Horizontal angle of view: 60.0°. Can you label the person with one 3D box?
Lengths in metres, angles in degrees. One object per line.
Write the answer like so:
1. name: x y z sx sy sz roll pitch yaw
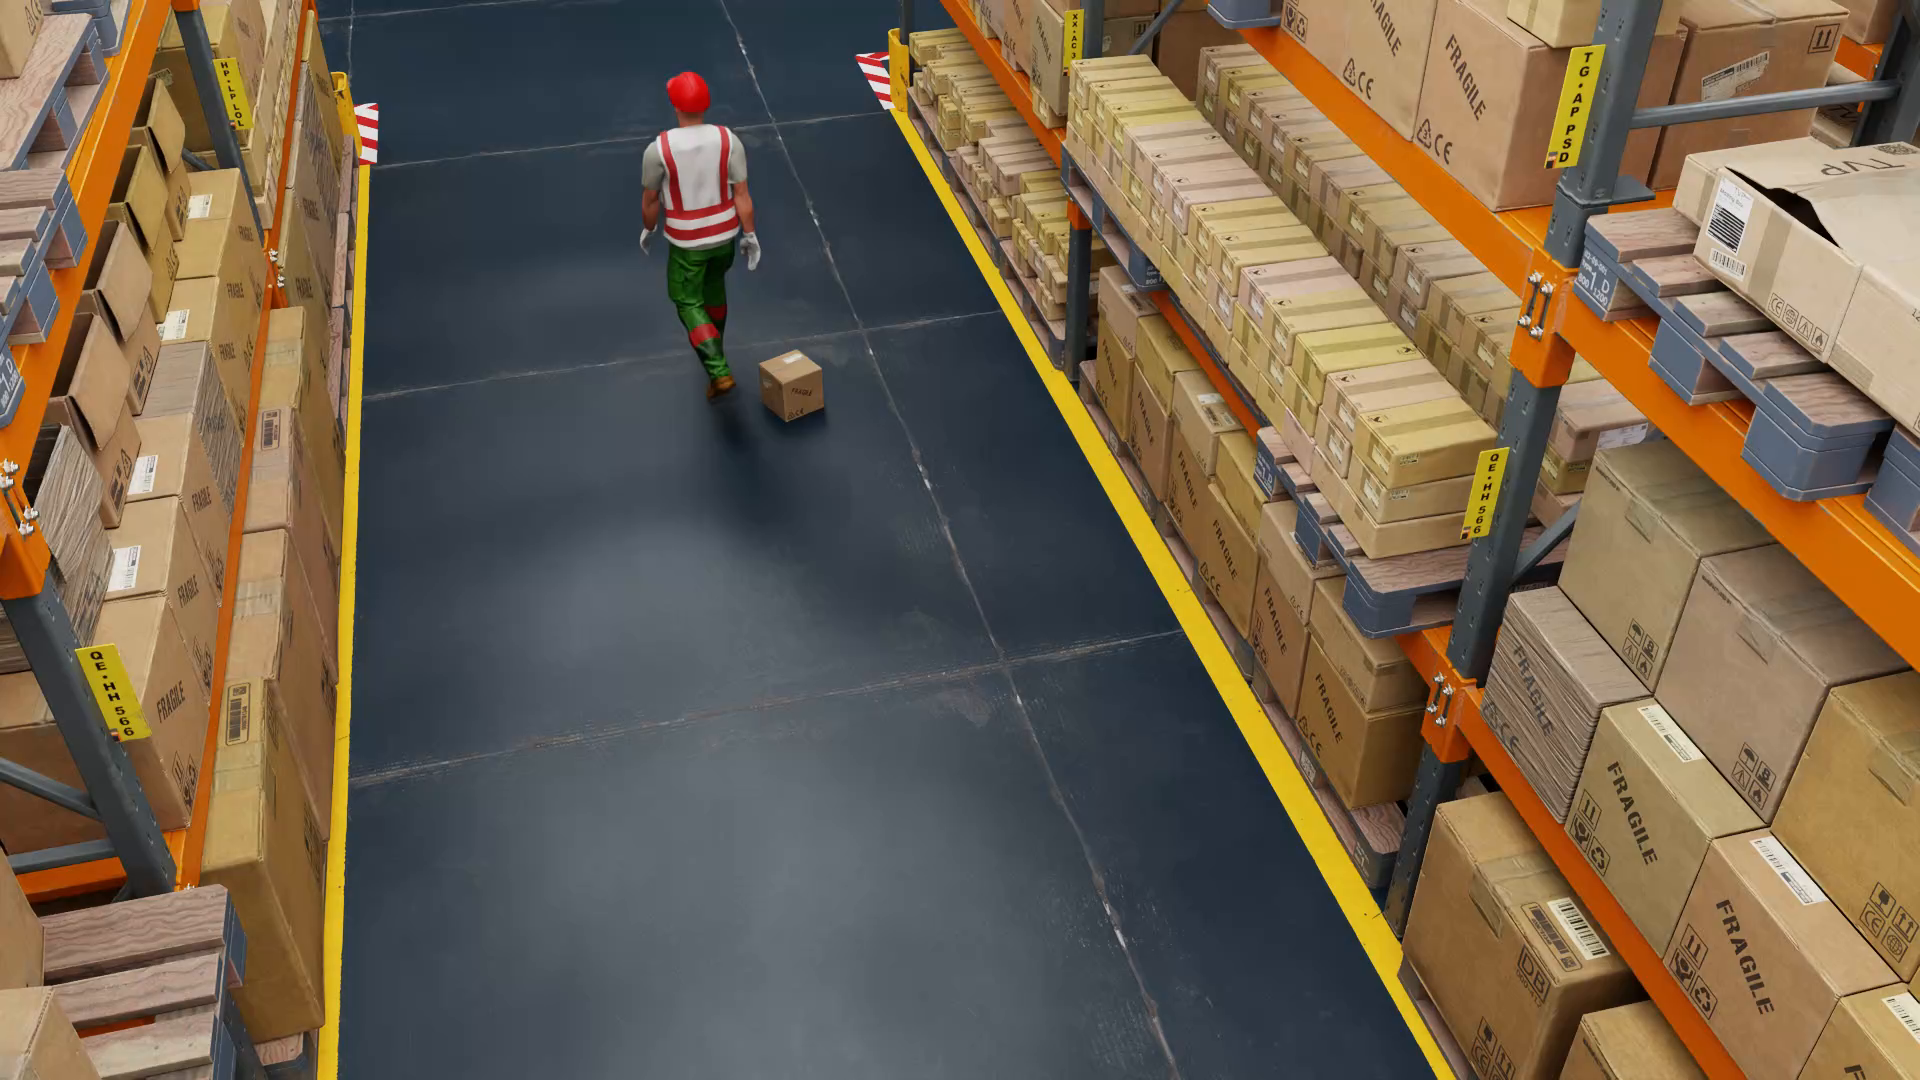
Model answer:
1. person: -1.368 -1.602 8.757 0.568 1.749 0.952 -16 40 -19
